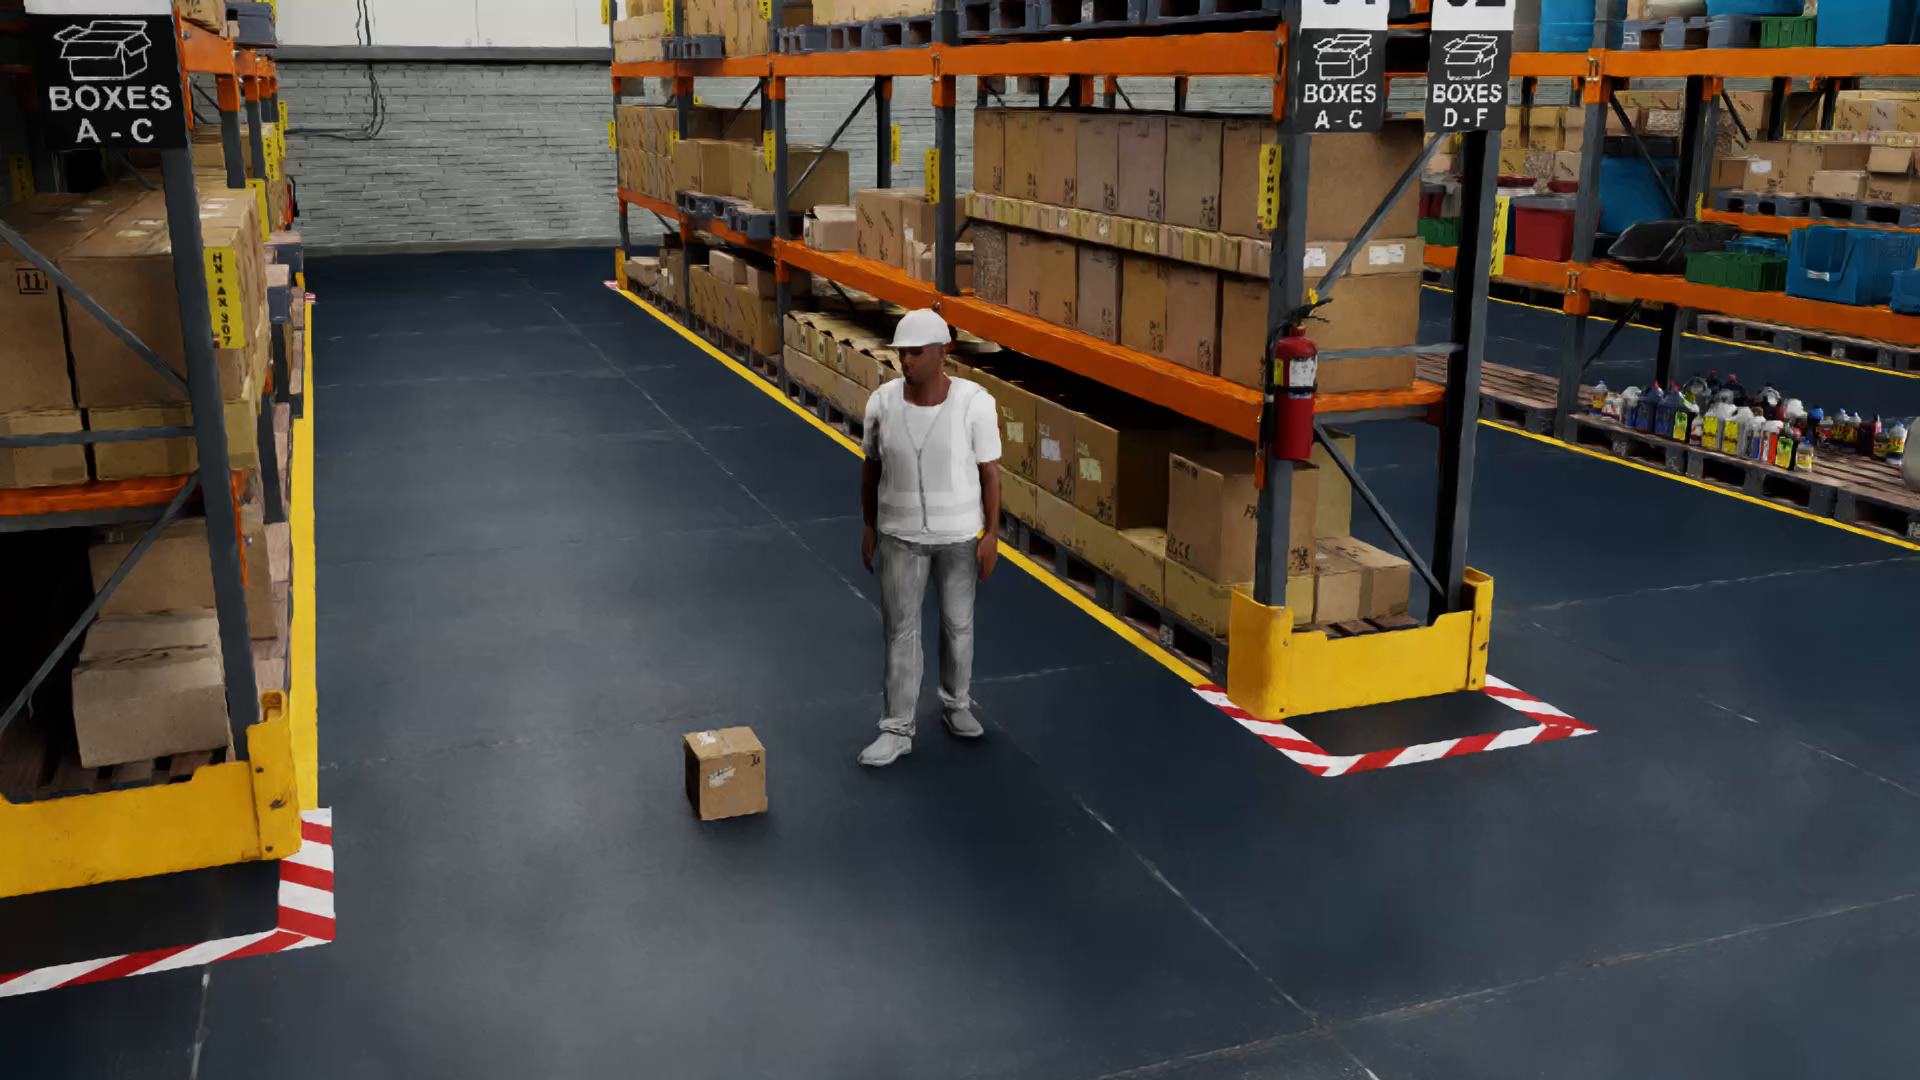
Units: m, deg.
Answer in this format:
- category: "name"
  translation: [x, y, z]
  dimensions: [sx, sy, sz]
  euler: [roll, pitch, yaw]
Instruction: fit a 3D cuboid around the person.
- category: "person"
  translation: [-0.126, -0.015, 6.518]
  dimensions: [0.570, 1.769, 0.601]
  euler: [2, 16, 7]
